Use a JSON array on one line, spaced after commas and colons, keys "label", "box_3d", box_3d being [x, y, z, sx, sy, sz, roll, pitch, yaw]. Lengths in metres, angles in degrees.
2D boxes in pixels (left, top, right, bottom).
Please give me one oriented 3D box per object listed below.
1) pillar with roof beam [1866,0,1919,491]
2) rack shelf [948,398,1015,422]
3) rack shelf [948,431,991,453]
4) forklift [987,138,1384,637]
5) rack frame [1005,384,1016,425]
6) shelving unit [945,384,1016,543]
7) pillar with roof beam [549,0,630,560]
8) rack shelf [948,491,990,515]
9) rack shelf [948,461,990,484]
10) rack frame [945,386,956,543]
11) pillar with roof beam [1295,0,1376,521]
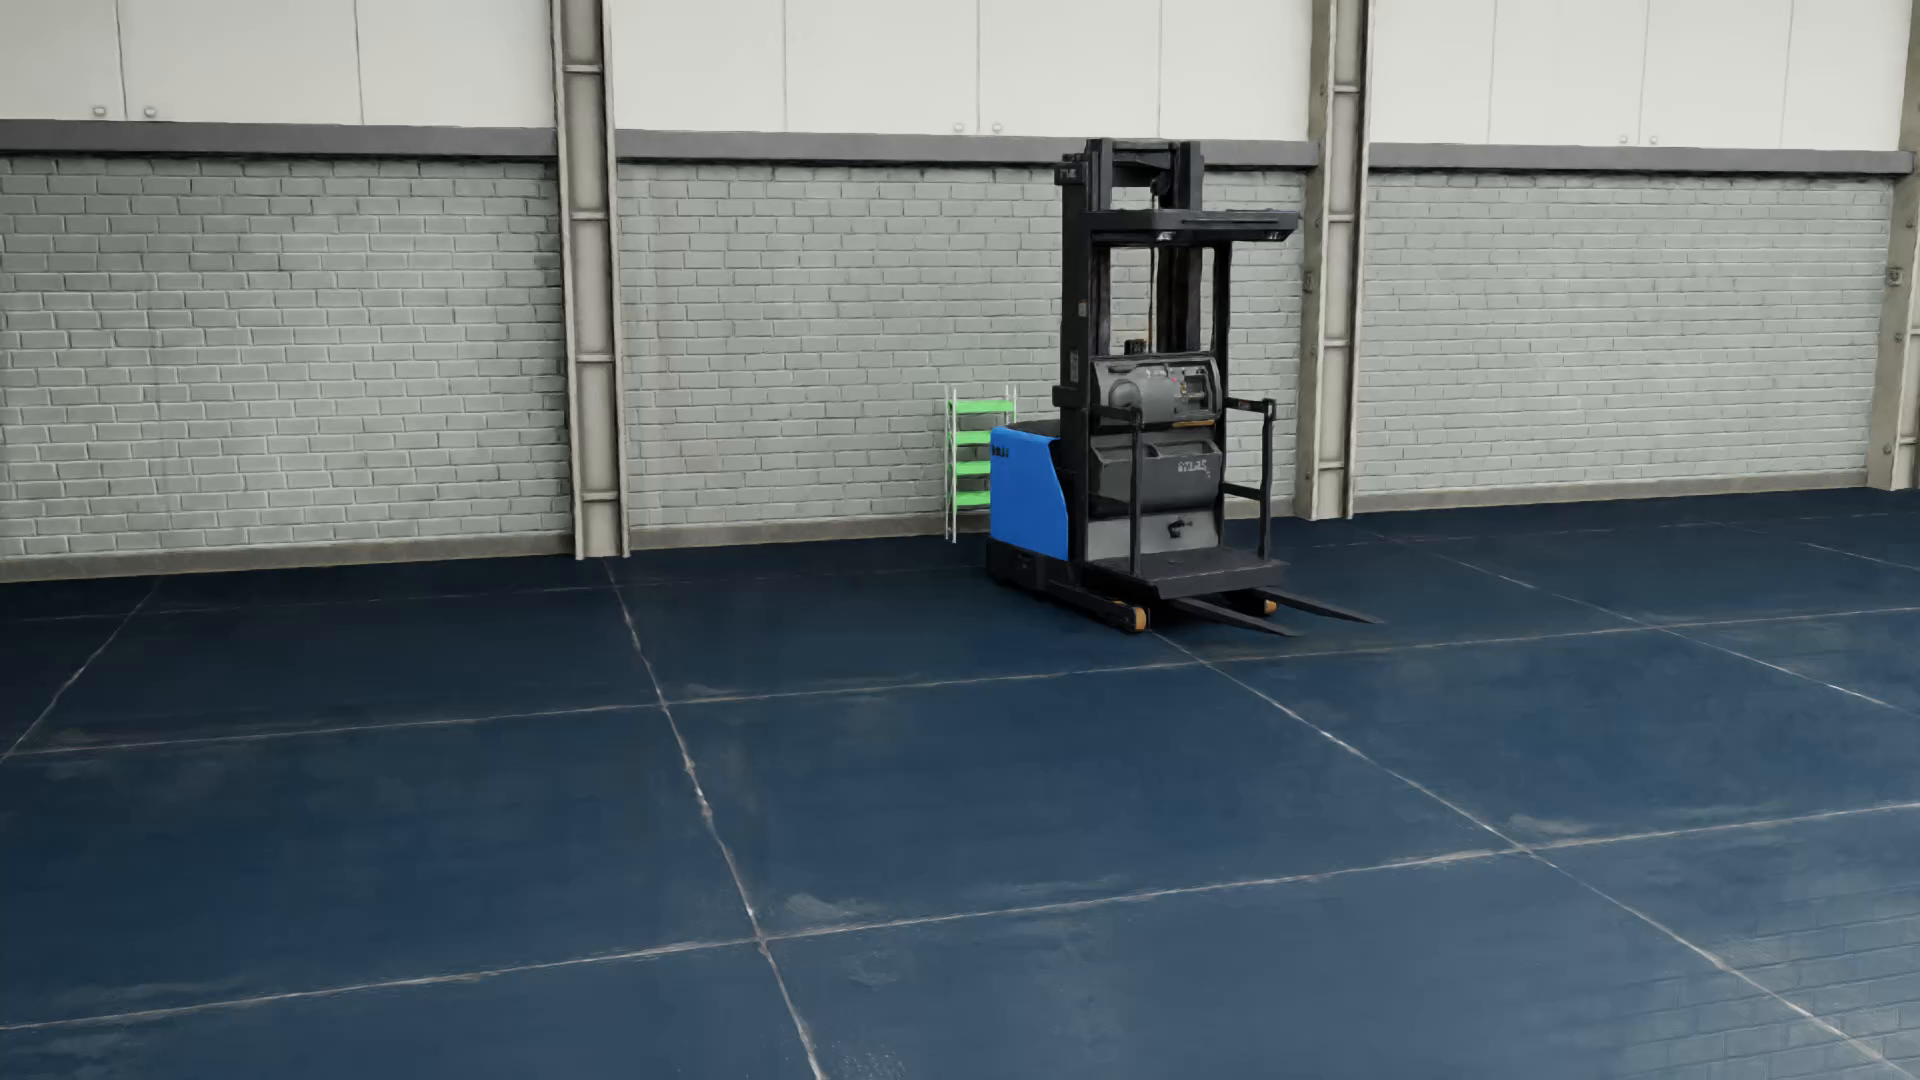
[{"label": "pillar with roof beam", "box_3d": [10.043, -4.173, 10.860, 0.400, 9.000, 9.100, -3, 11, -16]}, {"label": "rack shelf", "box_3d": [0.159, -1.008, 12.908, 0.480, 0.148, 0.258, -3, 11, -16]}, {"label": "rack shelf", "box_3d": [0.159, -0.772, 12.952, 0.480, 0.148, 0.258, -3, 11, -16]}, {"label": "forklift", "box_3d": [1.347, -0.972, 10.231, 1.130, 2.935, 3.031, -6, 12, -29]}, {"label": "rack frame", "box_3d": [0.393, -0.611, 13.050, 0.015, 1.200, 0.240, -3, 11, -16]}, {"label": "shelving unit", "box_3d": [0.159, -0.598, 12.983, 0.503, 1.200, 0.258, -3, 11, -16]}, {"label": "pillar with roof beam", "box_3d": [-1.479, -3.566, 7.561, 0.400, 9.000, 9.100, -3, 11, -16]}, {"label": "rack shelf", "box_3d": [0.159, -0.300, 13.038, 0.480, 0.148, 0.258, -3, 11, -16]}, {"label": "rack shelf", "box_3d": [0.159, -0.536, 12.995, 0.480, 0.148, 0.258, -3, 11, -16]}, {"label": "rack frame", "box_3d": [-0.075, -0.586, 12.916, 0.015, 1.200, 0.240, -3, 11, -16]}, {"label": "pillar with roof beam", "box_3d": [4.282, -3.869, 9.210, 0.400, 9.000, 9.100, -3, 11, -16]}]
